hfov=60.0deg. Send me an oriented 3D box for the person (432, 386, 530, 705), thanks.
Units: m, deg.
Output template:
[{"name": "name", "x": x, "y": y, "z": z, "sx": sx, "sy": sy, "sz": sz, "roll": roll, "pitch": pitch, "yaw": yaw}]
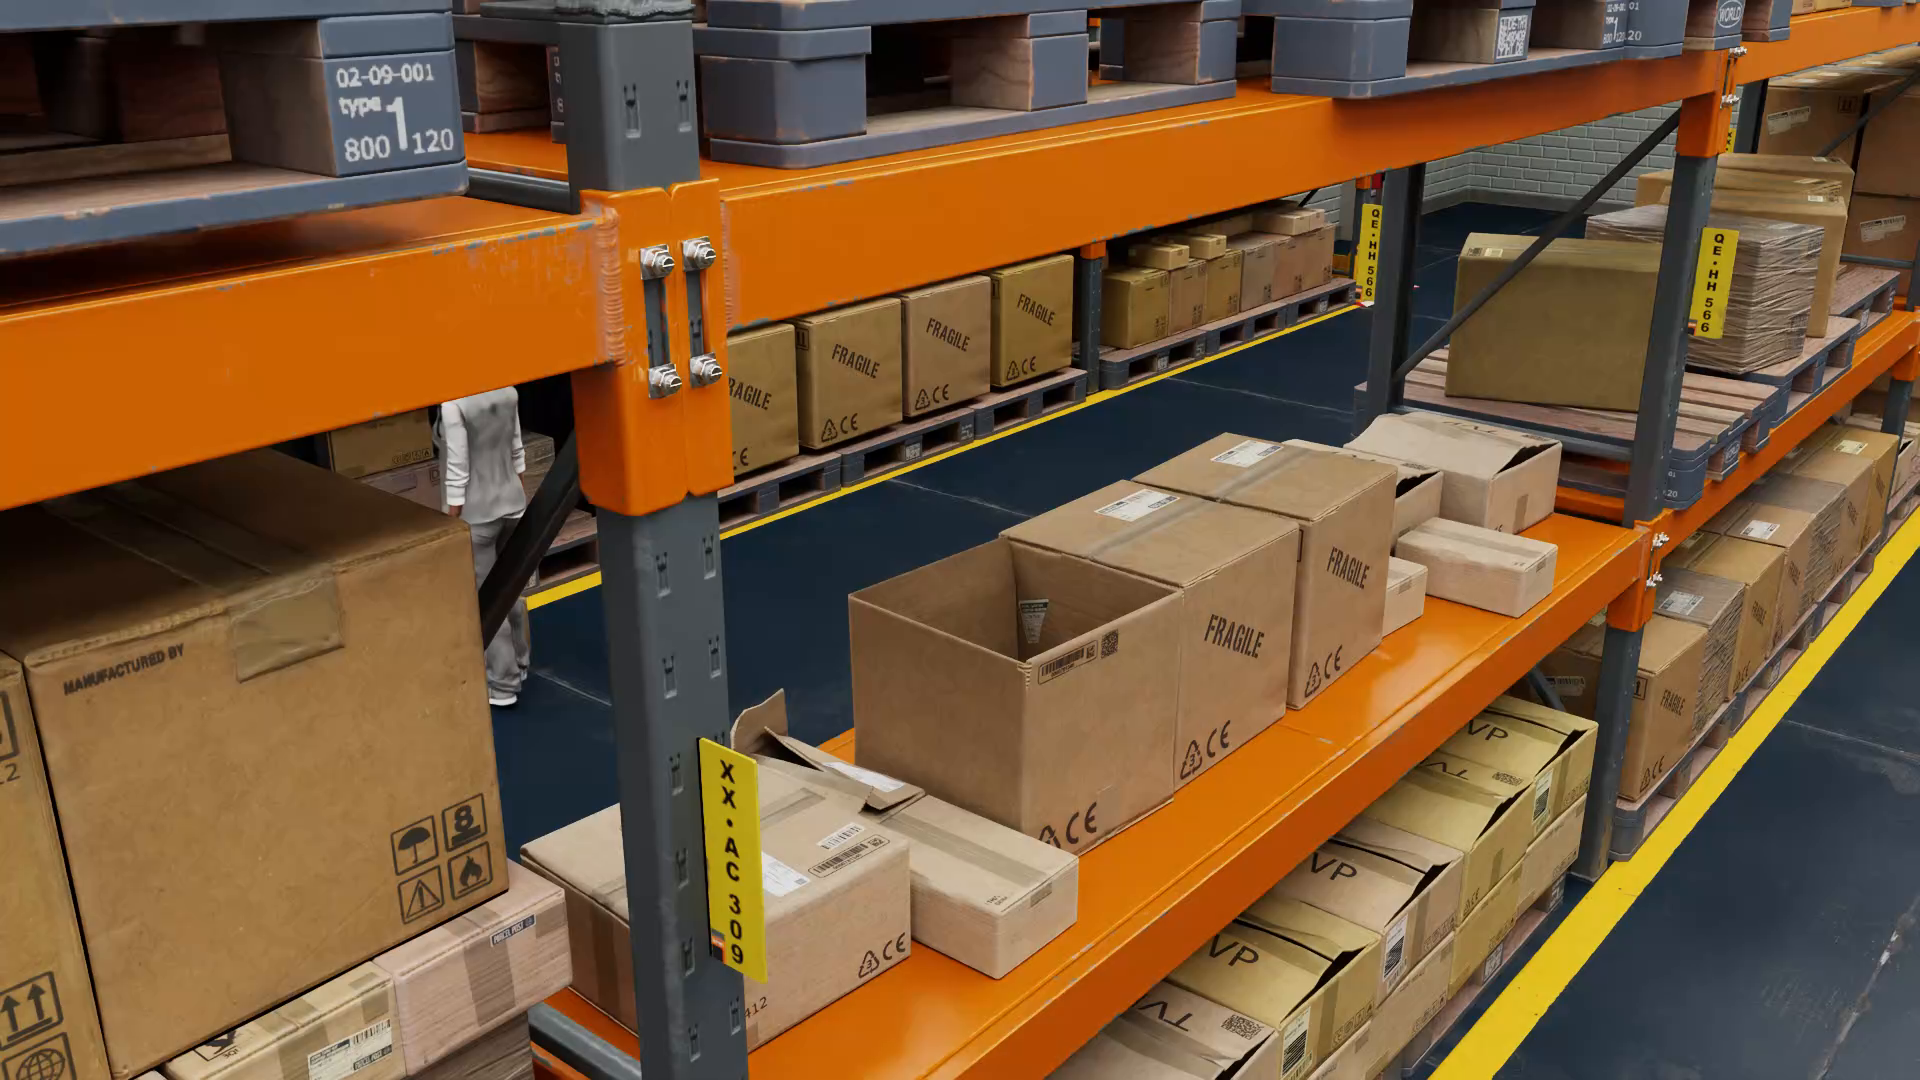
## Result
[{"name": "person", "x": -1.987, "y": -0.107, "z": 6.872, "sx": 0.426, "sy": 1.599, "sz": 0.413, "roll": 12, "pitch": 24, "yaw": 29}]
